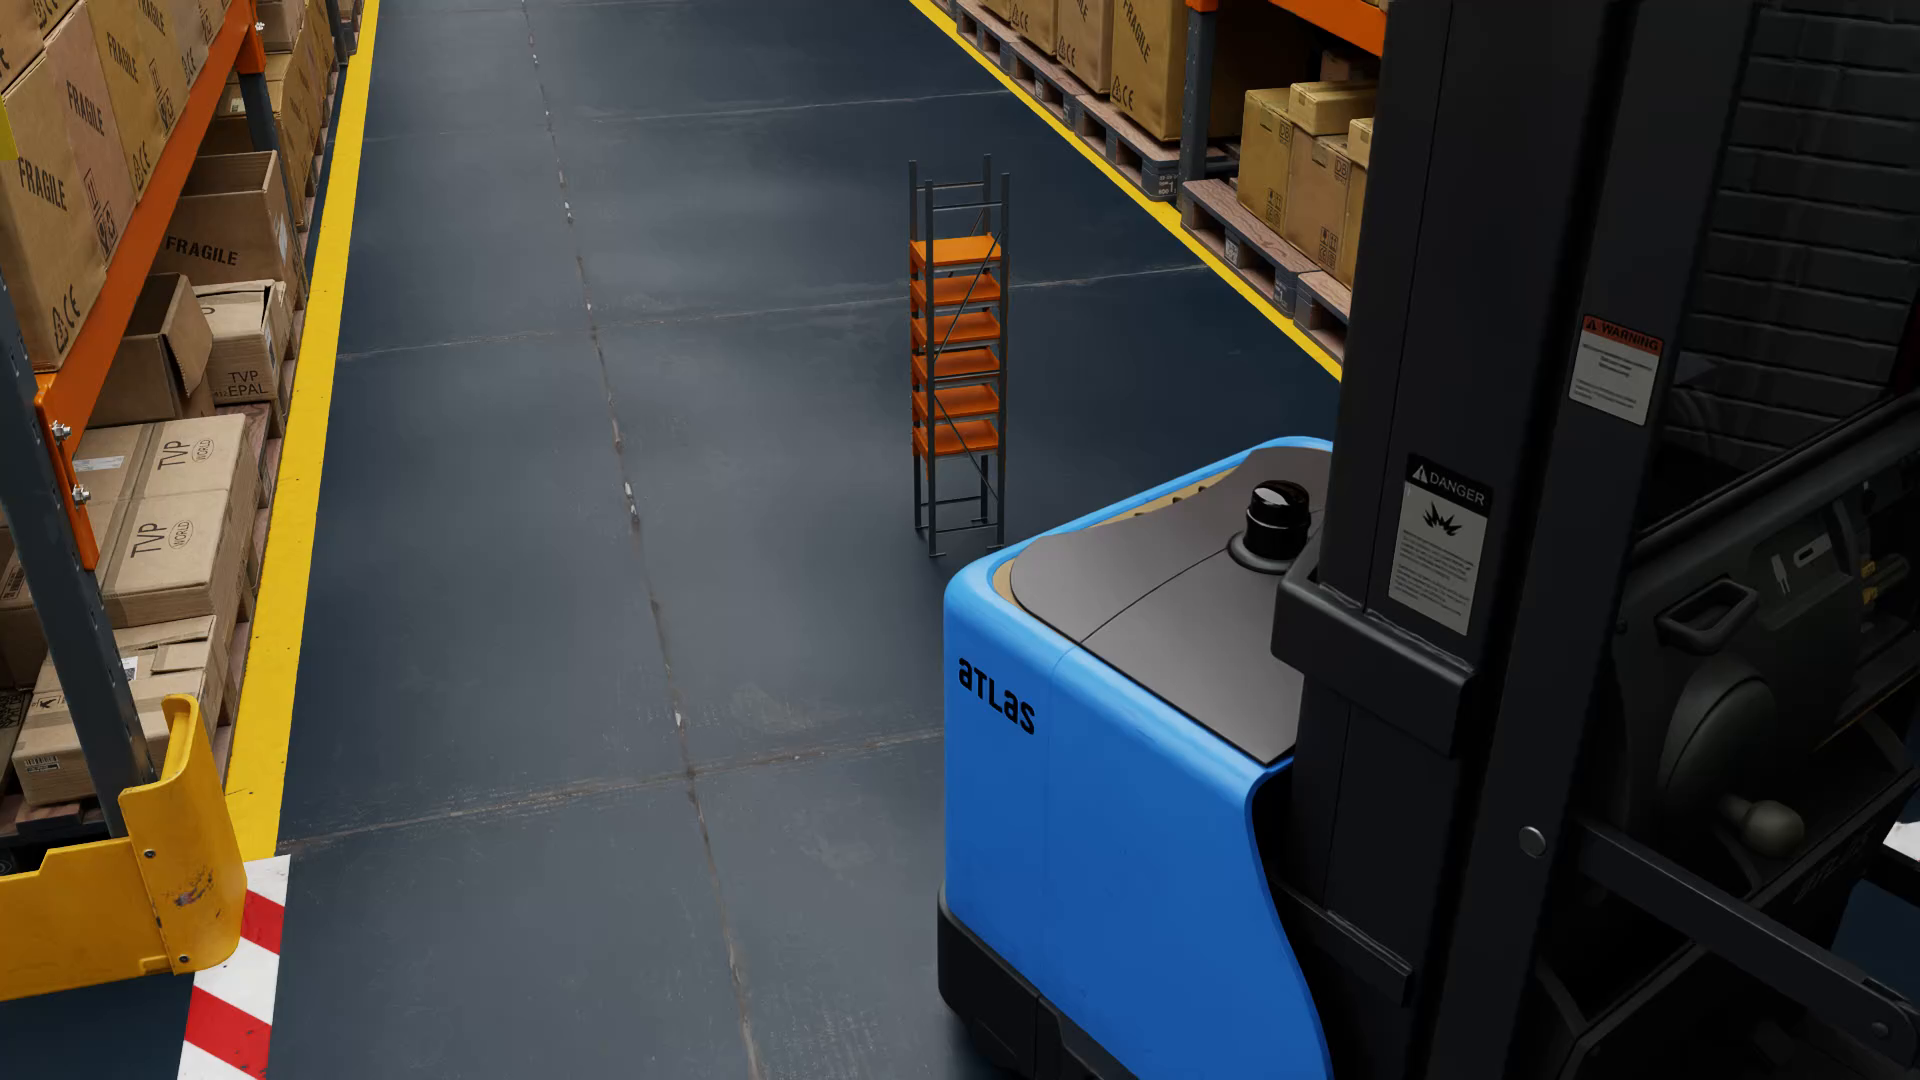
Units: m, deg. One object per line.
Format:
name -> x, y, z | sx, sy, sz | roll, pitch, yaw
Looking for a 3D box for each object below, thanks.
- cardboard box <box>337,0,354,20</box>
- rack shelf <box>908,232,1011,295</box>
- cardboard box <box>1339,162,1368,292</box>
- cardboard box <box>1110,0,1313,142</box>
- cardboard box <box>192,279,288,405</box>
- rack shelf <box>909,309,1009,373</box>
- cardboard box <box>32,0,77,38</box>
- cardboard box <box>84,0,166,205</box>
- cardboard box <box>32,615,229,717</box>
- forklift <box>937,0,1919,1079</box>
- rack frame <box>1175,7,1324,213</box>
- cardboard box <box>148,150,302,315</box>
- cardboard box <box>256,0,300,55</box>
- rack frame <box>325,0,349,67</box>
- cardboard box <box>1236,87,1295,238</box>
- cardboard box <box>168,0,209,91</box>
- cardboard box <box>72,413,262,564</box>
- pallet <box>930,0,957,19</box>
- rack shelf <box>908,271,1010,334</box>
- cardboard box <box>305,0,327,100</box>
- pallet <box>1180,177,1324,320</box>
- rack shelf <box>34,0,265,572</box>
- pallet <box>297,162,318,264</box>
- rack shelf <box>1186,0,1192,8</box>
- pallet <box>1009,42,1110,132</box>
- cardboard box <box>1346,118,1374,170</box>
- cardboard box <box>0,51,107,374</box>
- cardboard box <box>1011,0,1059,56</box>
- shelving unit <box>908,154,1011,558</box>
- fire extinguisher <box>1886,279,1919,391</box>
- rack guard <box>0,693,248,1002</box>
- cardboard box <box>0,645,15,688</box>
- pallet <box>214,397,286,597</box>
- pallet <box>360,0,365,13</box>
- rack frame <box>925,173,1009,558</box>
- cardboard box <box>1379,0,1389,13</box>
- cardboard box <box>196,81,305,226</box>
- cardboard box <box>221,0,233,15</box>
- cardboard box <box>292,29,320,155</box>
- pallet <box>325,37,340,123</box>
cardboard box -> -4.157, -3.485, 10.602 | 0.500, 0.250, 0.500 | -8, 31, -13
rack shelf -> -0.004, -0.799, 4.803 | 0.258, 0.103, 0.180 | -8, 31, -13
cardboard box -> 1.900, -1.164, 6.342 | 0.700, 0.500, 0.500 | -7, 31, -12
cardboard box -> 1.238, -2.478, 8.263 | 0.750, 0.750, 0.750 | -7, 31, -13
cardboard box -> -2.615, -0.696, 5.703 | 0.500, 0.311, 0.500 | -8, 31, -13
rack shelf -> -0.004, -0.592, 4.924 | 0.258, 0.103, 0.180 | -8, 31, -13
cardboard box -> -2.187, -1.314, 3.428 | 0.500, 0.500, 0.500 | -8, 31, -13
cardboard box -> -2.313, -1.121, 4.093 | 0.500, 0.500, 0.500 | -8, 31, -13
cardboard box -> -2.024, 0.330, 4.075 | 0.380, 0.166, 0.250 | -8, 31, -13
forklift -> 1.263, 0.147, 2.070 | 1.130, 2.935, 3.031 | -22, 36, -33
rack frame -> 1.536, -2.930, 7.317 | 1.000, 3.000, 0.127 | -8, 31, -13
cardboard box -> -2.814, -1.140, 6.282 | 0.500, 0.500, 0.500 | -8, 31, -13
cardboard box -> -3.398, -2.451, 7.798 | 0.500, 0.250, 0.500 | -8, 31, -13
rack frame -> -4.301, -4.201, 9.514 | 1.000, 3.000, 0.127 | -8, 31, -13
cardboard box -> 1.636, -1.655, 7.191 | 0.700, 0.500, 0.500 | -7, 31, -13
cardboard box -> -2.582, -1.609, 4.935 | 0.500, 0.500, 0.500 | -7, 31, -12
cardboard box -> -2.314, -0.121, 4.770 | 0.500, 0.250, 0.500 | -8, 31, -13
pallet -> 0.268, -4.032, 12.006 | 1.003, 0.211, 1.213 | -8, 31, -13
rack shelf -> -0.004, -0.696, 4.864 | 0.258, 0.103, 0.180 | -8, 31, -13
cardboard box -> -3.689, -2.639, 8.872 | 0.500, 0.500, 0.500 | -9, 31, -15
pallet -> 1.662, -1.345, 7.363 | 1.003, 0.211, 1.213 | -8, 31, -13
rack shelf -> -2.708, -0.992, 4.688 | 1.077, 0.370, 4.000 | -8, 31, -13
pallet -> -3.491, -1.450, 7.545 | 1.003, 0.211, 1.213 | -8, 31, -13
rack shelf -> 1.005, -3.584, 9.166 | 1.077, 0.370, 4.000 | -8, 31, -13
pallet -> 0.931, -2.676, 9.662 | 1.003, 0.211, 1.213 | -8, 31, -13
cardboard box -> 1.689, -1.494, 6.265 | 0.380, 0.149, 0.250 | -9, 31, -15
cardboard box -> -2.041, -0.630, 3.244 | 0.500, 0.500, 0.500 | -7, 31, -12
cardboard box -> 0.769, -3.316, 9.712 | 0.750, 0.750, 0.750 | -8, 31, -14
shelving unit -> -0.004, -0.526, 4.962 | 0.258, 1.200, 0.189 | -8, 31, -13
fire extinguisher -> 2.193, -0.669, 3.860 | 0.296, 0.674, 0.183 | -8, 31, -13
rack guard -> -2.198, 0.708, 3.528 | 1.175, 0.500, 0.348 | -8, 31, -13
cardboard box -> -2.580, 0.261, 4.194 | 0.380, 0.166, 0.250 | -8, 31, -13
pallet -> -2.730, -0.140, 5.282 | 1.003, 0.211, 1.213 | -8, 31, -13
pallet -> -4.802, -3.985, 11.924 | 1.003, 0.211, 1.213 | -8, 31, -13
rack frame -> 0.020, -0.482, 4.885 | 0.240, 1.200, 0.006 | -8, 31, -13
cardboard box -> 2.055, -2.092, 5.570 | 0.980, 0.700, 0.700 | -9, 31, -16
cardboard box -> -3.133, -1.644, 7.152 | 0.500, 0.500, 0.500 | -9, 31, -16
cardboard box -> -2.859, -2.105, 5.793 | 0.500, 0.500, 0.500 | -7, 31, -12
cardboard box -> -3.410, -2.142, 8.013 | 0.500, 0.500, 0.500 | -7, 31, -13
pallet -> -4.139, -2.629, 9.581 | 1.003, 0.211, 1.213 | -8, 31, -13
